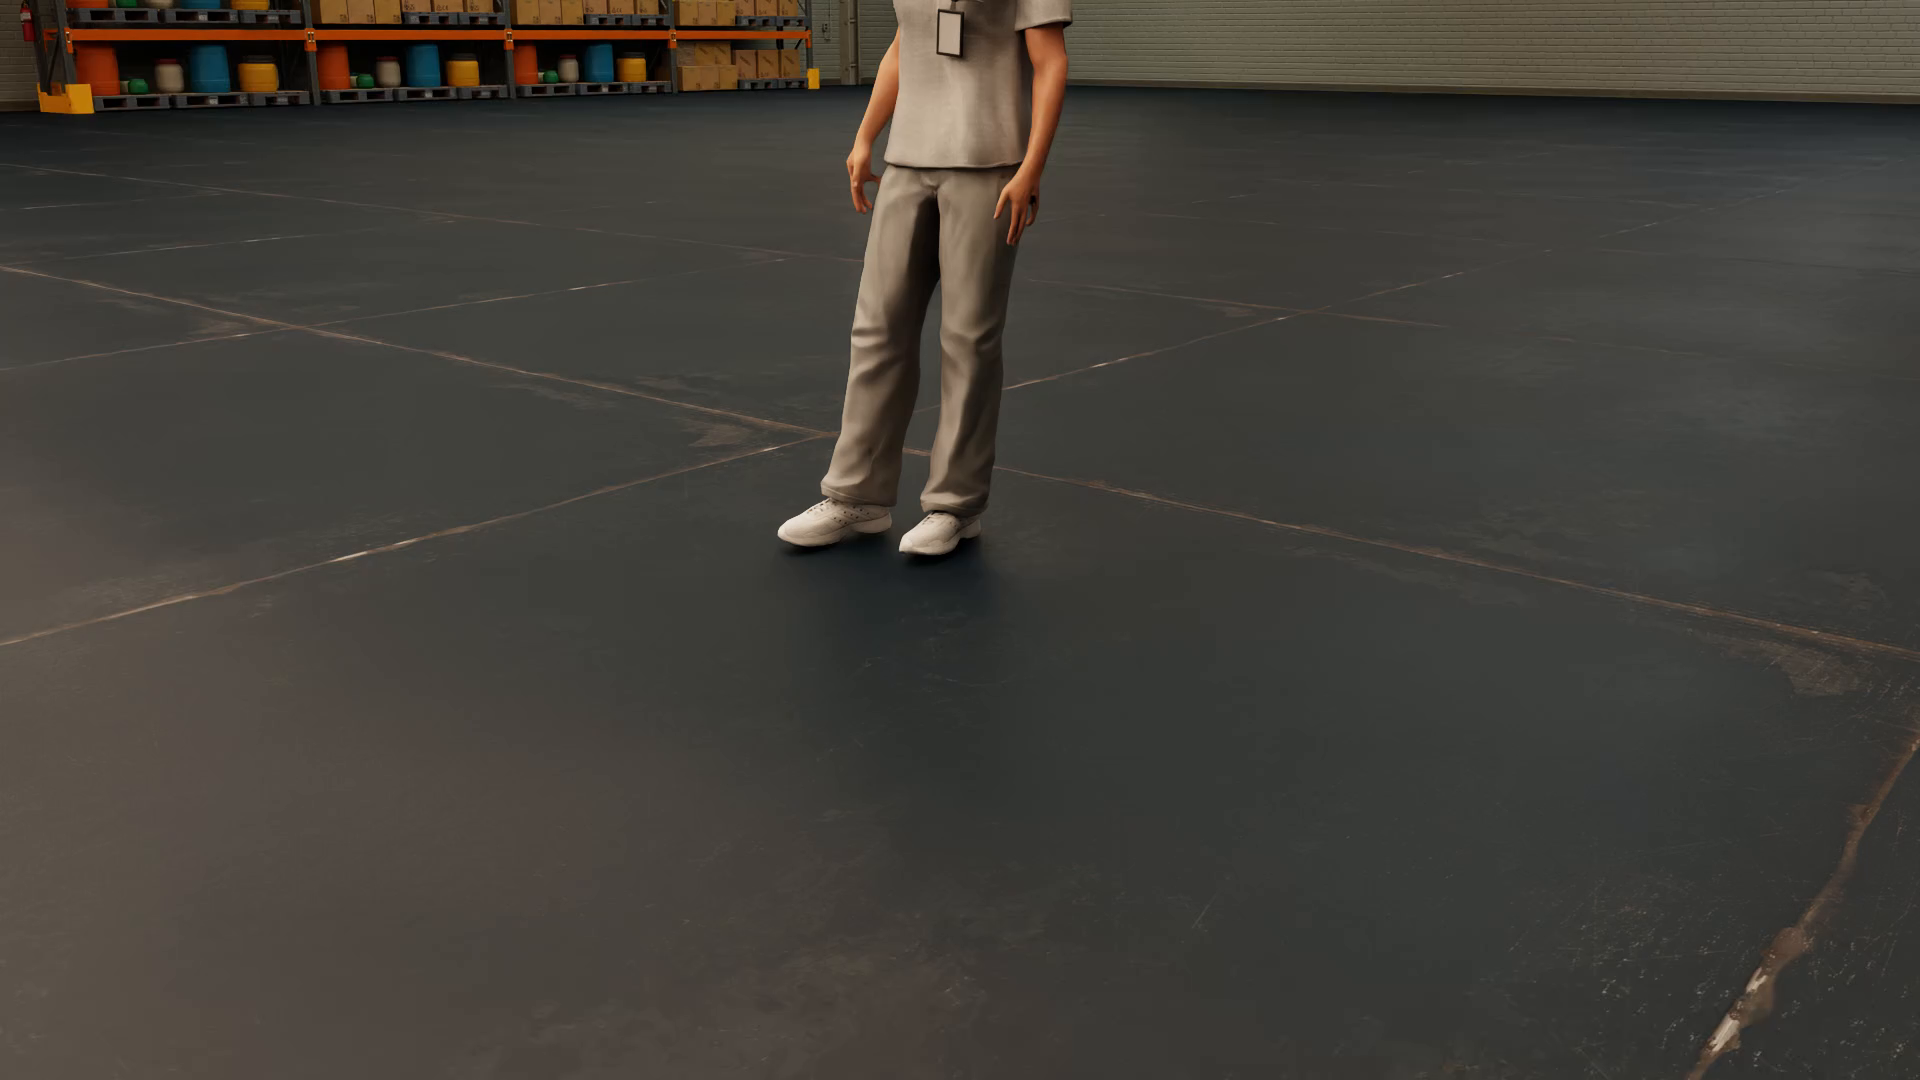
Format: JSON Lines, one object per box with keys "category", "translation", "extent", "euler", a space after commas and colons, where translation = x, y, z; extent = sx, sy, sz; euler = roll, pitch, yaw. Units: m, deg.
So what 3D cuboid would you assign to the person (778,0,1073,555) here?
{"category": "person", "translation": [-0.058, -0.795, 3.650], "extent": [0.549, 1.673, 0.548], "euler": [13, 21, 37]}
